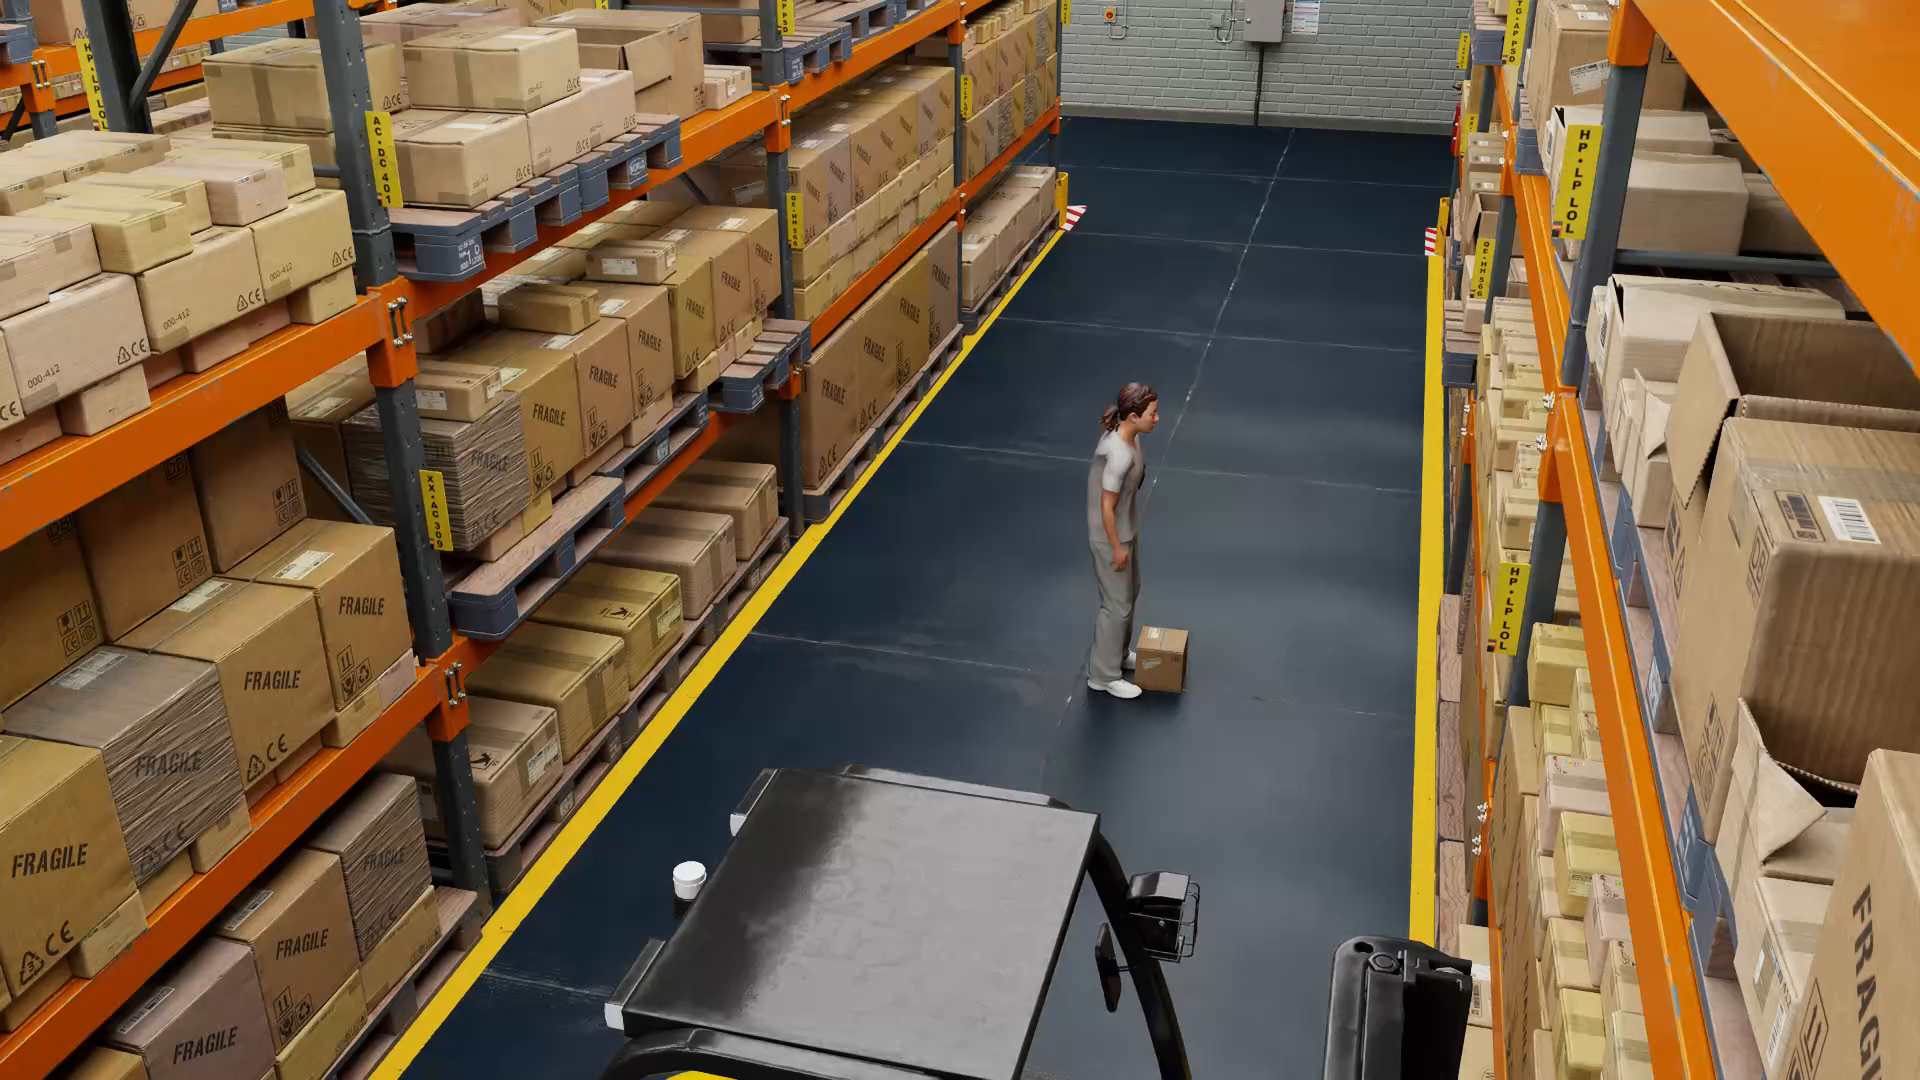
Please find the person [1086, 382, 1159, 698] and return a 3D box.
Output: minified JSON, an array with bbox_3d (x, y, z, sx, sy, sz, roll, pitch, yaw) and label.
[{"bbox_3d":[0.835,-0.013,8.663,0.360,1.651,0.486,6,26,12],"label":"person"}]
